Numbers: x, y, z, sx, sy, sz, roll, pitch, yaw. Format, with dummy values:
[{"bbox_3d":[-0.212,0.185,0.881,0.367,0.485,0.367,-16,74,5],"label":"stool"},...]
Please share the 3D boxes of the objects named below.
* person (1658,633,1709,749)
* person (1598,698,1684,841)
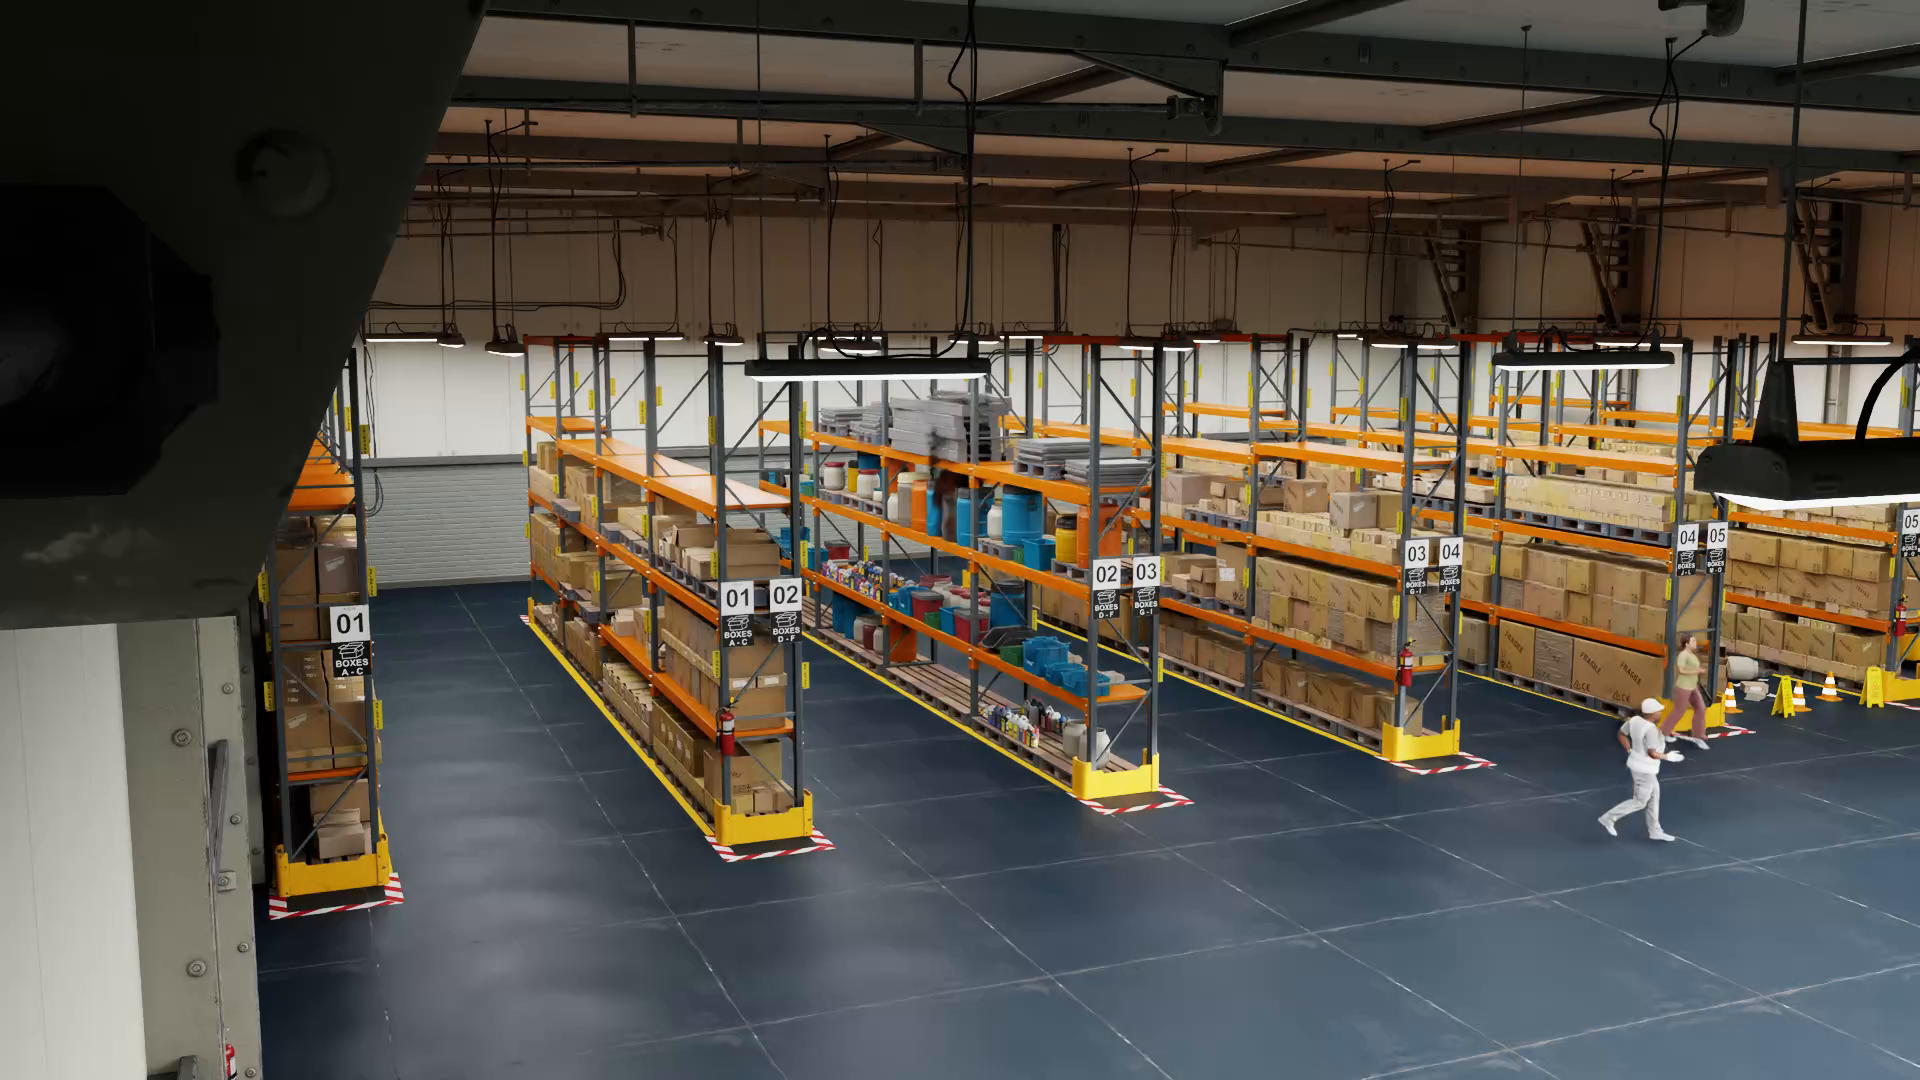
[{"bbox_3d":[10.727,2.238,24.619,0.725,1.737,0.576,7,10,41],"label":"person"},{"bbox_3d":[8.210,2.782,20.098,0.967,1.773,0.663,0,8,3],"label":"person"}]
